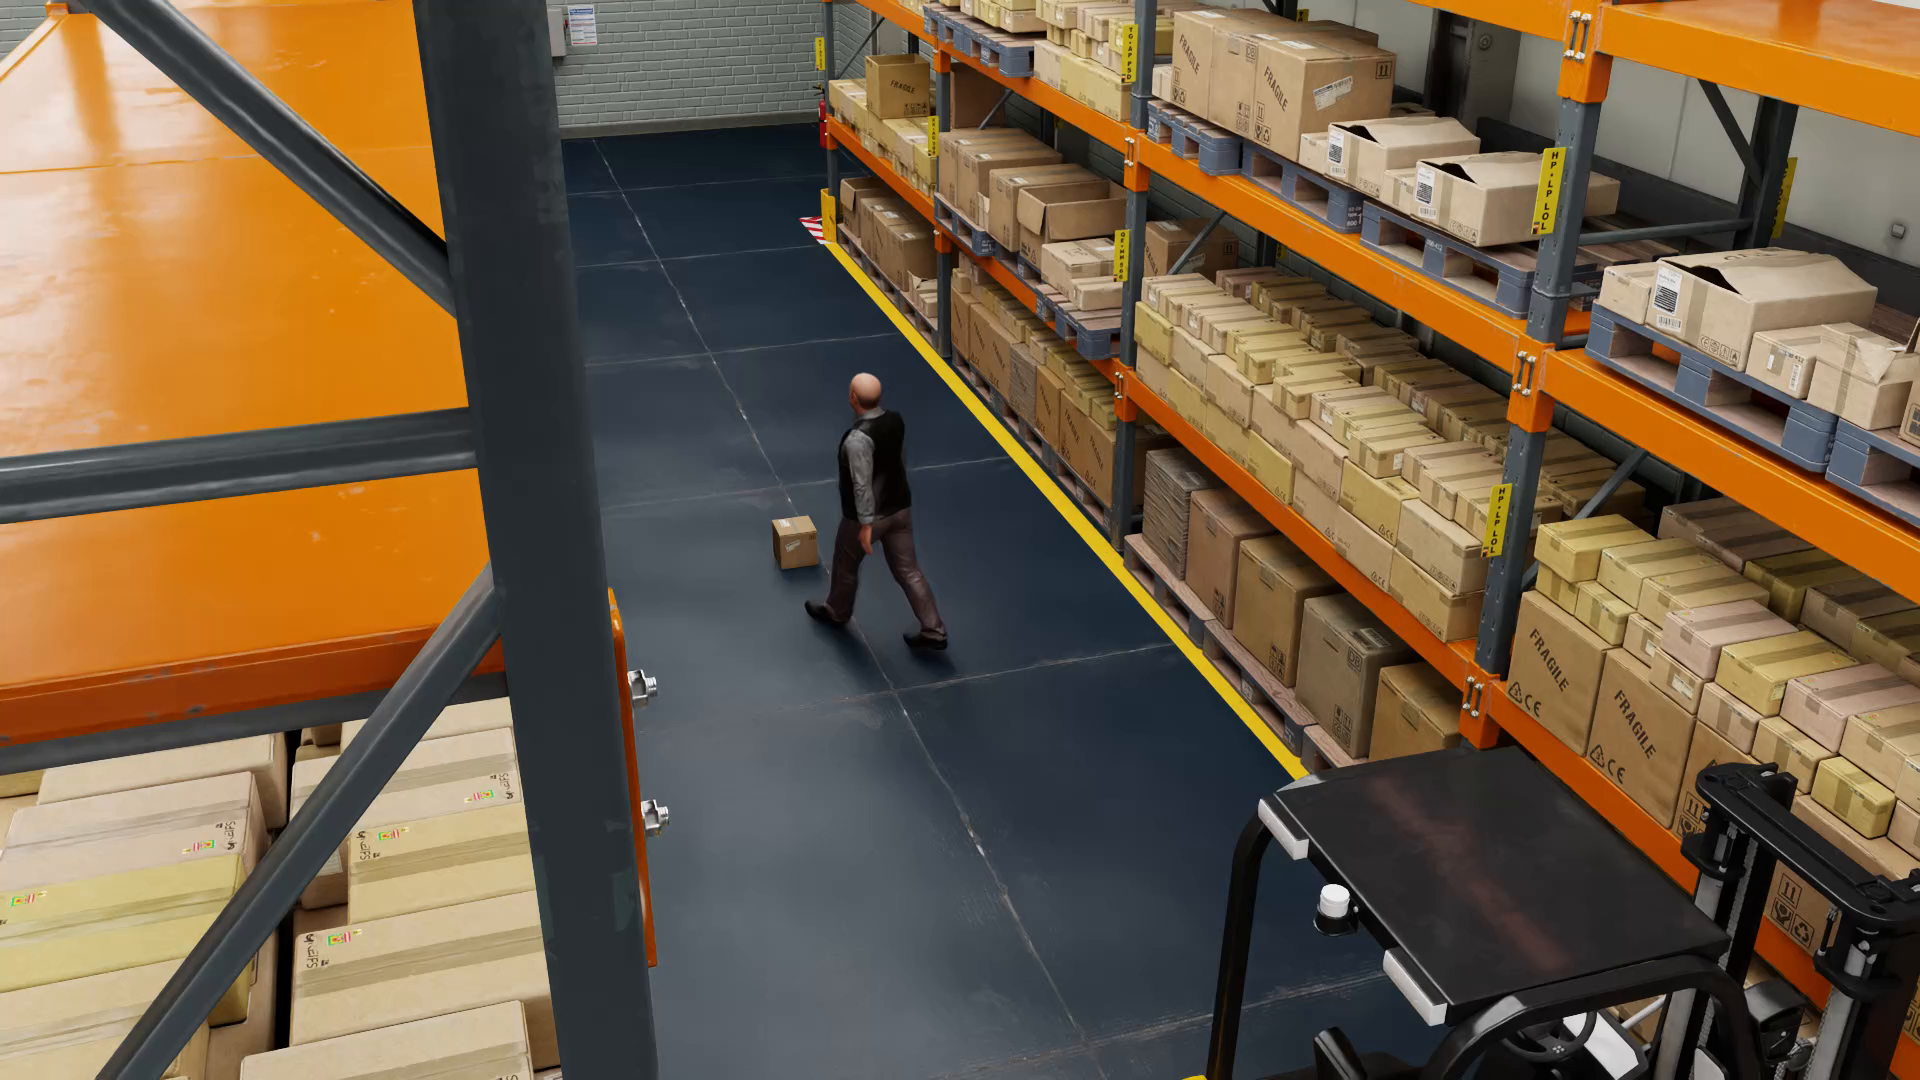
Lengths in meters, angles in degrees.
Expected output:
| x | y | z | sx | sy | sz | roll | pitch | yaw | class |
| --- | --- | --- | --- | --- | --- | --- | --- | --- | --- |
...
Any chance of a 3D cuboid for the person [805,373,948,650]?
| x | y | z | sx | sy | sz | roll | pitch | yaw | class |
| --- | --- | --- | --- | --- | --- | --- | --- | --- | --- |
| -0.486 | -0.179 | 9.794 | 1.033 | 1.676 | 0.553 | 21 | 33 | 36 | person |
